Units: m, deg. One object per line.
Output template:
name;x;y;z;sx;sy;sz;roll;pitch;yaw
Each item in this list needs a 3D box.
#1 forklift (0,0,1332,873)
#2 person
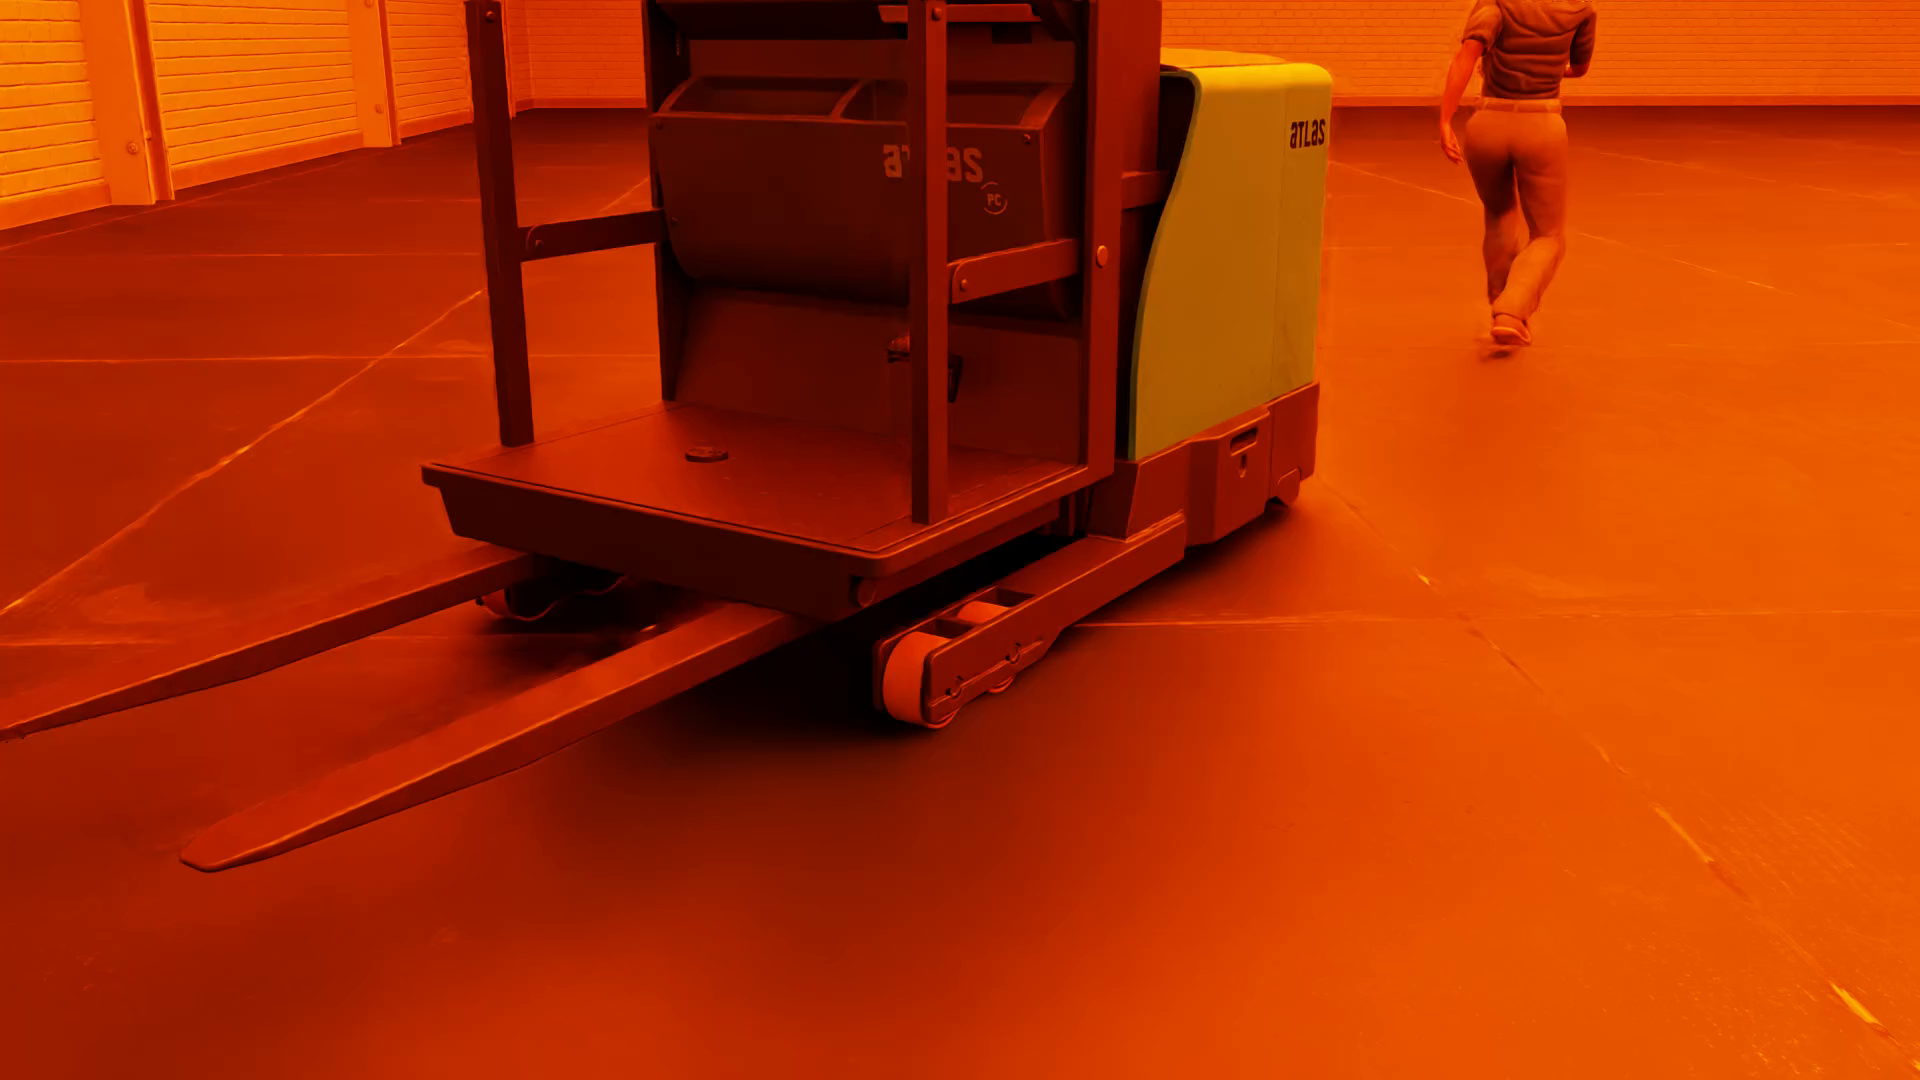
forklift;-0.322;-1.233;2.938;1.130;2.935;3.031;11;20;31
person;2.068;-1.497;6.190;0.479;1.582;0.855;7;18;21
